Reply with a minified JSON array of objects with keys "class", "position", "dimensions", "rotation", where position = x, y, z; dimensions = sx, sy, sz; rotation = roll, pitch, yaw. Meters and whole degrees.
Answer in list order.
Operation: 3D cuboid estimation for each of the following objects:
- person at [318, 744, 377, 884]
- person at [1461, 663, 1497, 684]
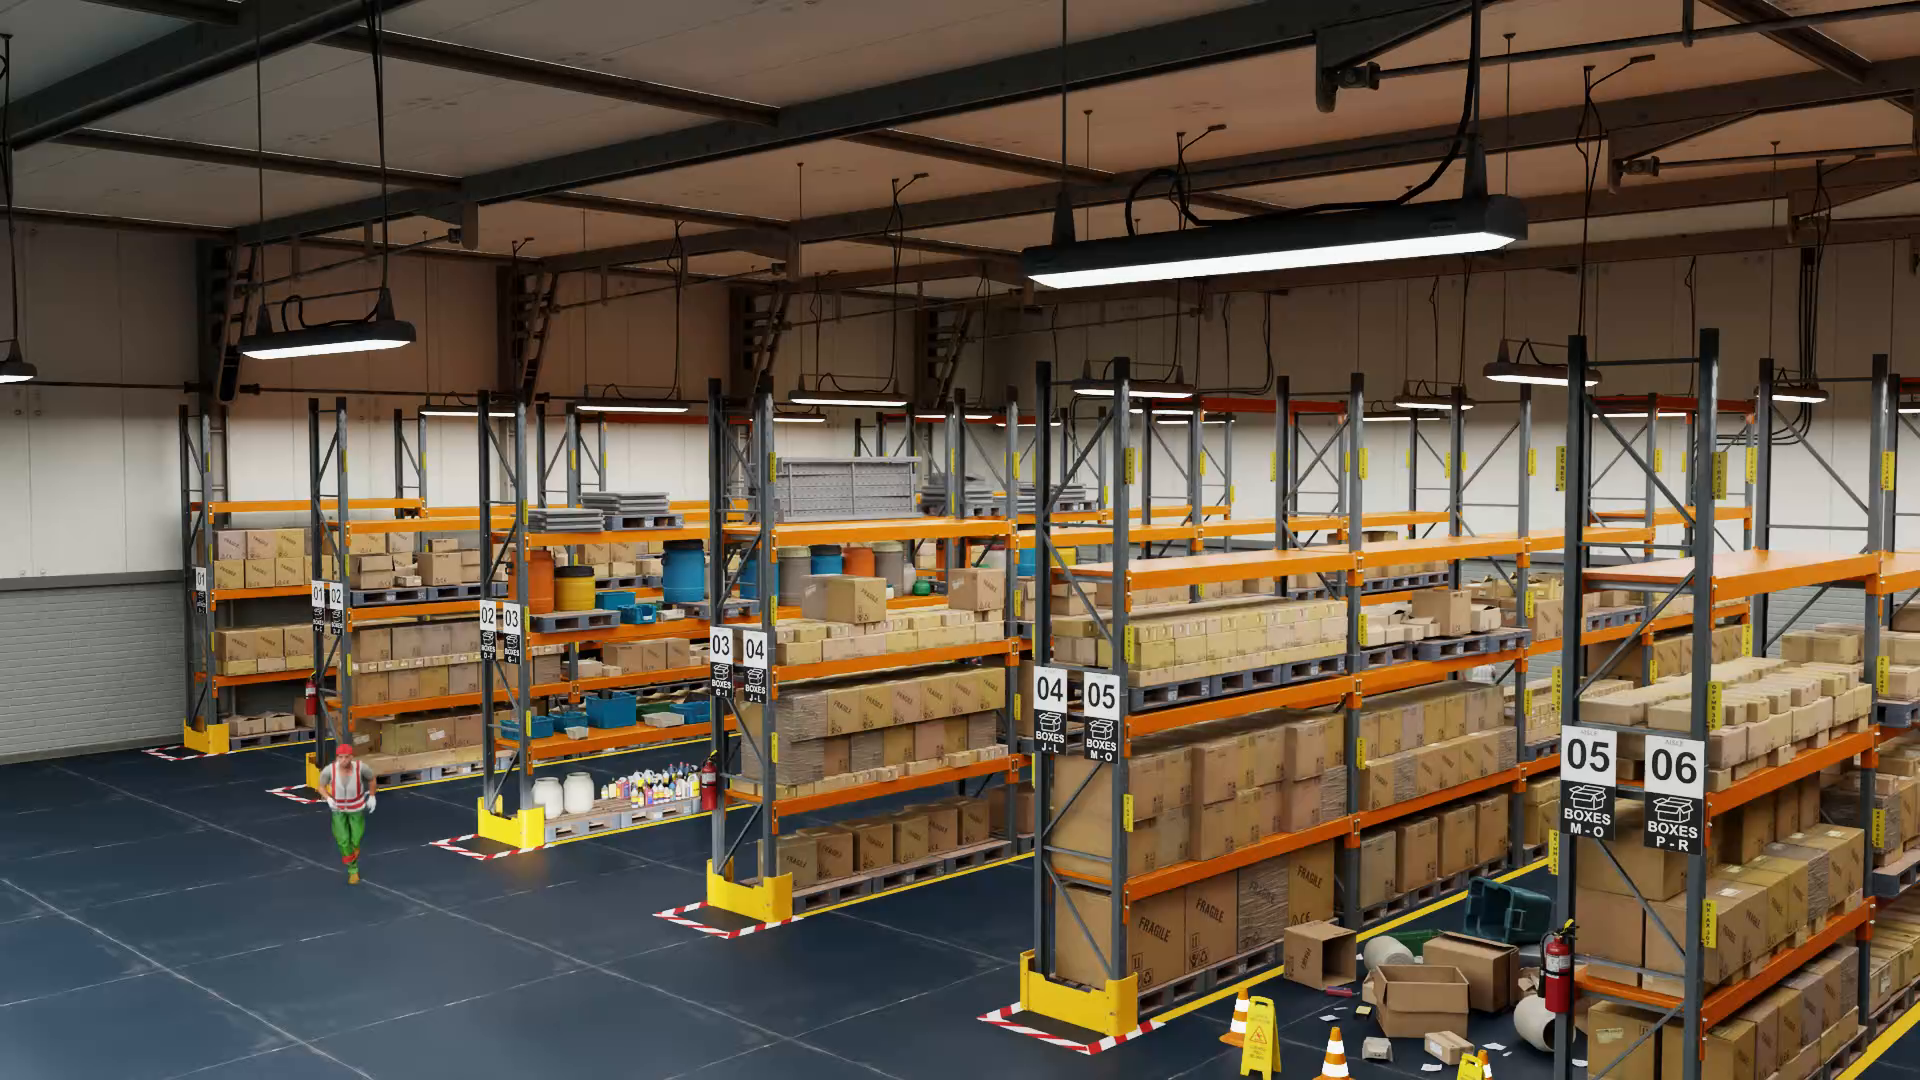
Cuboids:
[{"class":"person","position":[-7.390,3.270,20.084],"dimensions":[0.654,1.712,0.812],"rotation":[-1,3,-12]},{"class":"person","position":[9.590,2.732,30.570],"dimensions":[0.586,1.712,0.945],"rotation":[-1,3,-21]}]
